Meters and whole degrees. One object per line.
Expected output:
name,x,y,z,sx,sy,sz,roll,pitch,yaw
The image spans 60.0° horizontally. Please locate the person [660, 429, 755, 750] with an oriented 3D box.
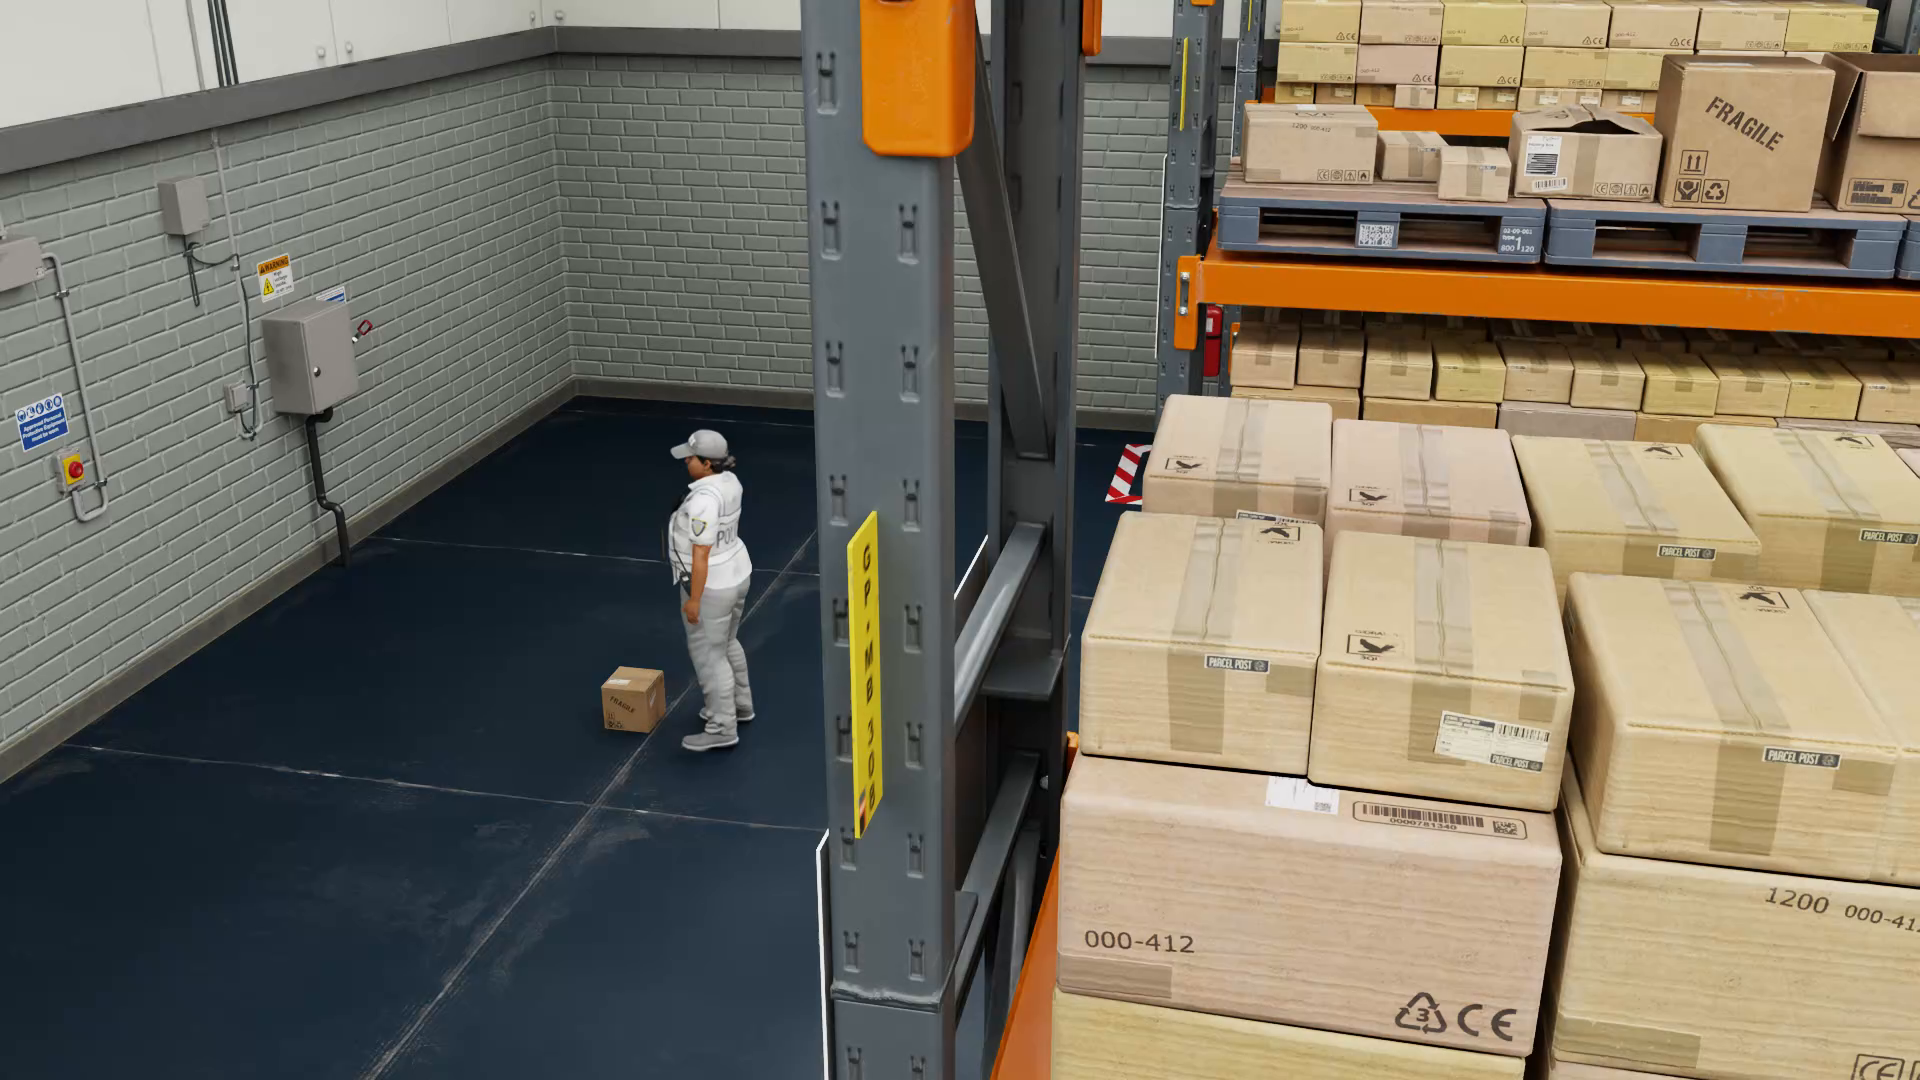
person,-1.275,0.241,8.497,0.389,1.673,0.478,5,22,12
